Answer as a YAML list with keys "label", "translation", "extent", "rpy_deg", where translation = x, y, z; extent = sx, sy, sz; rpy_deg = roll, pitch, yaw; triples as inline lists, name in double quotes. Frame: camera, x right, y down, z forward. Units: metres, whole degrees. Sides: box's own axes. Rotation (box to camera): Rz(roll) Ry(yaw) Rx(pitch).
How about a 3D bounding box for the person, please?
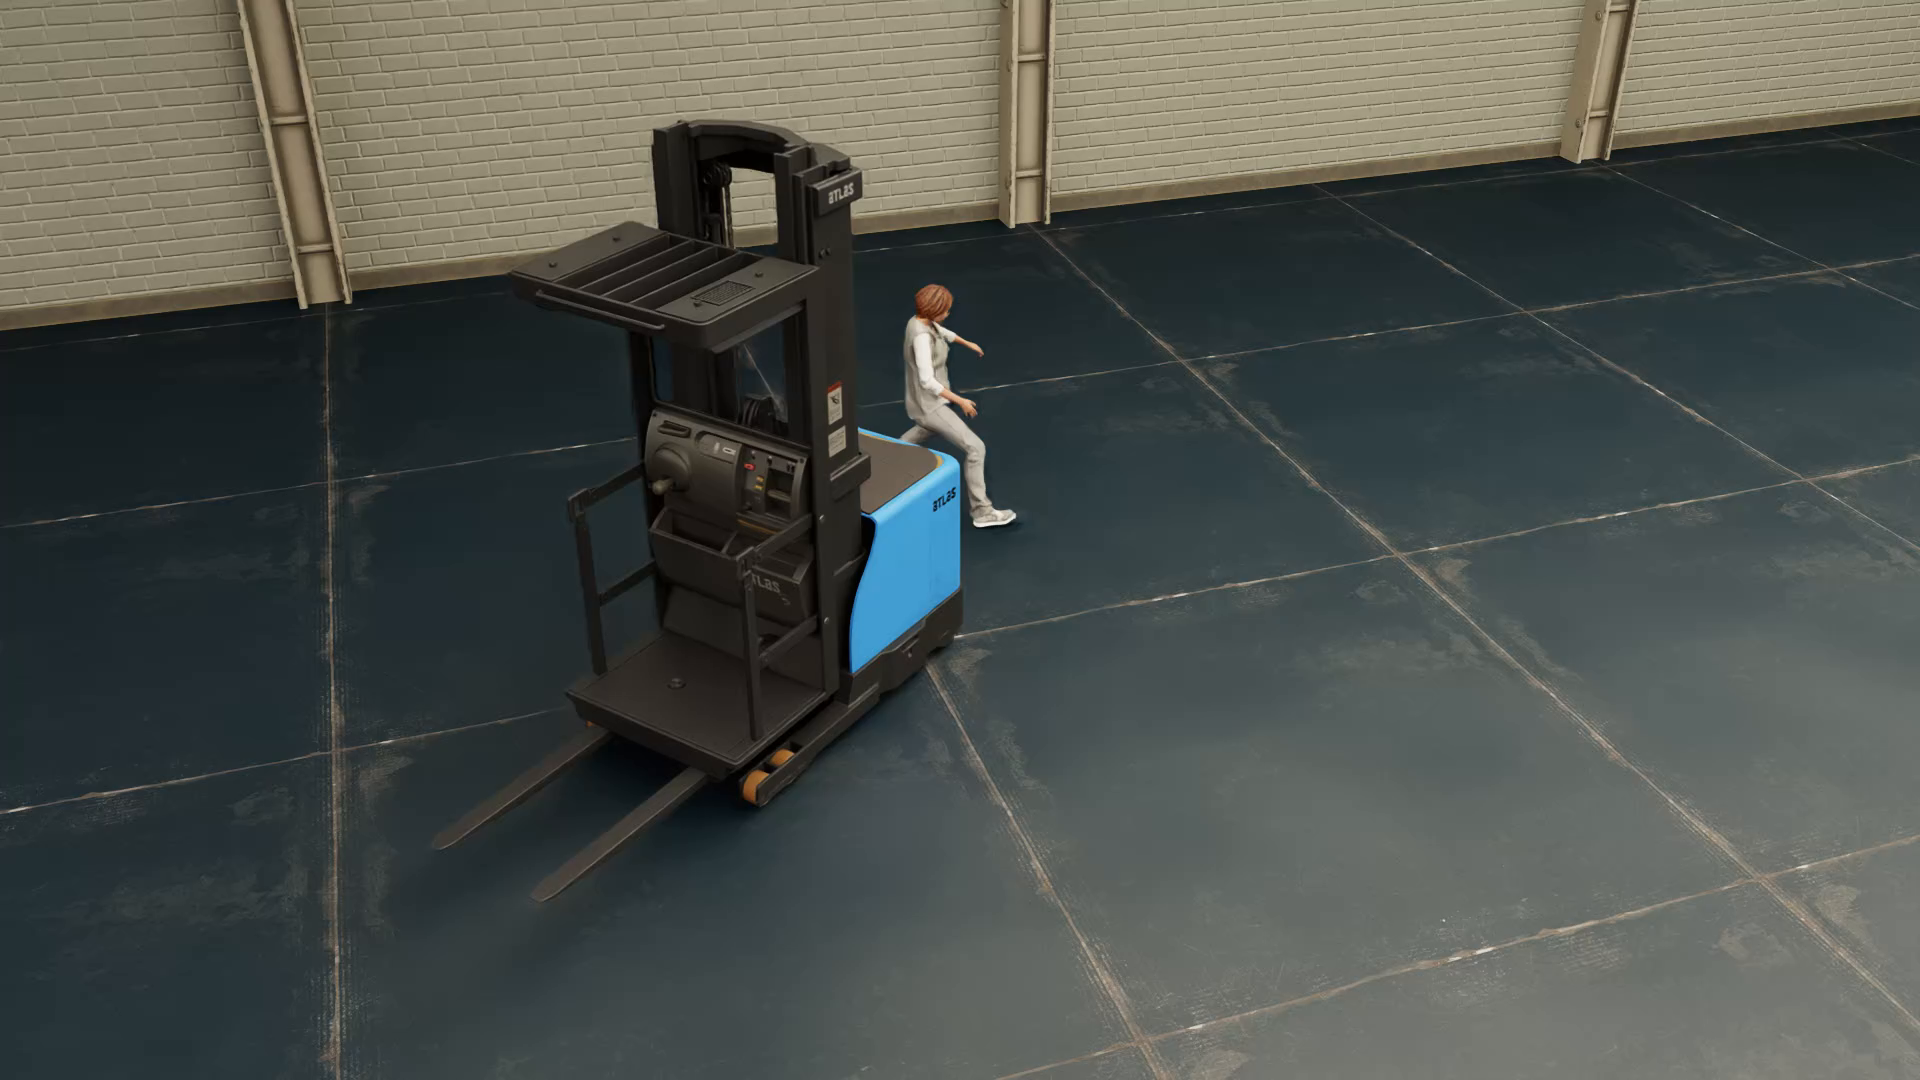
- label: "person"
  translation: [-0.096, -0.883, 10.179]
  extent: [0.874, 1.435, 0.925]
  rpy_deg: [0, 30, 0]

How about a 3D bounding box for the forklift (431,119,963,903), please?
- label: "forklift"
  translation: [-1.210, -0.285, 7.583]
  extent: [1.130, 2.935, 3.031]
  rpy_deg: [18, 34, 28]
